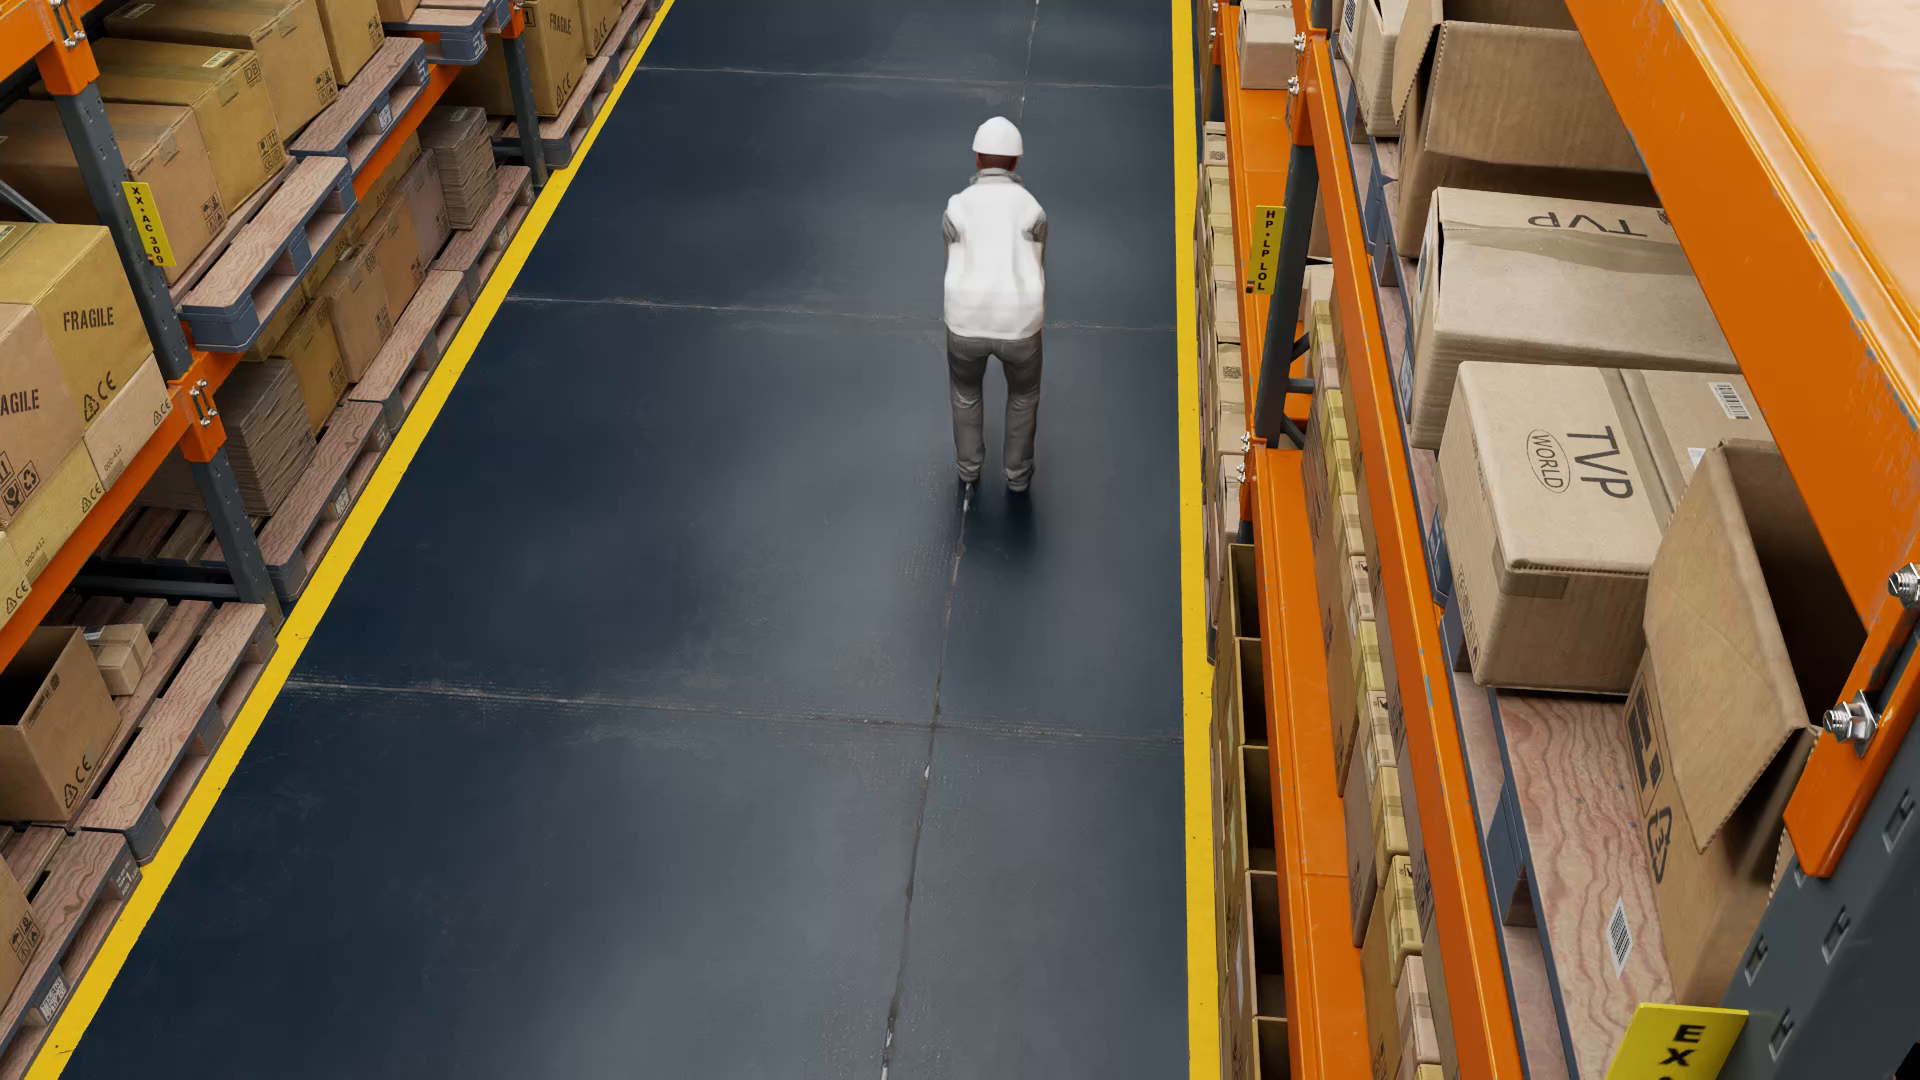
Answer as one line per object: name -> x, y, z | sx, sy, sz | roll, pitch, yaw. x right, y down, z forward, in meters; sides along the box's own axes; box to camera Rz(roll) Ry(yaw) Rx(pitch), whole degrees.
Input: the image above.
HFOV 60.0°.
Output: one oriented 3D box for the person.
person -> 0.151, -1.031, 7.472 | 0.471, 1.651, 0.736 | 3, 40, 3
